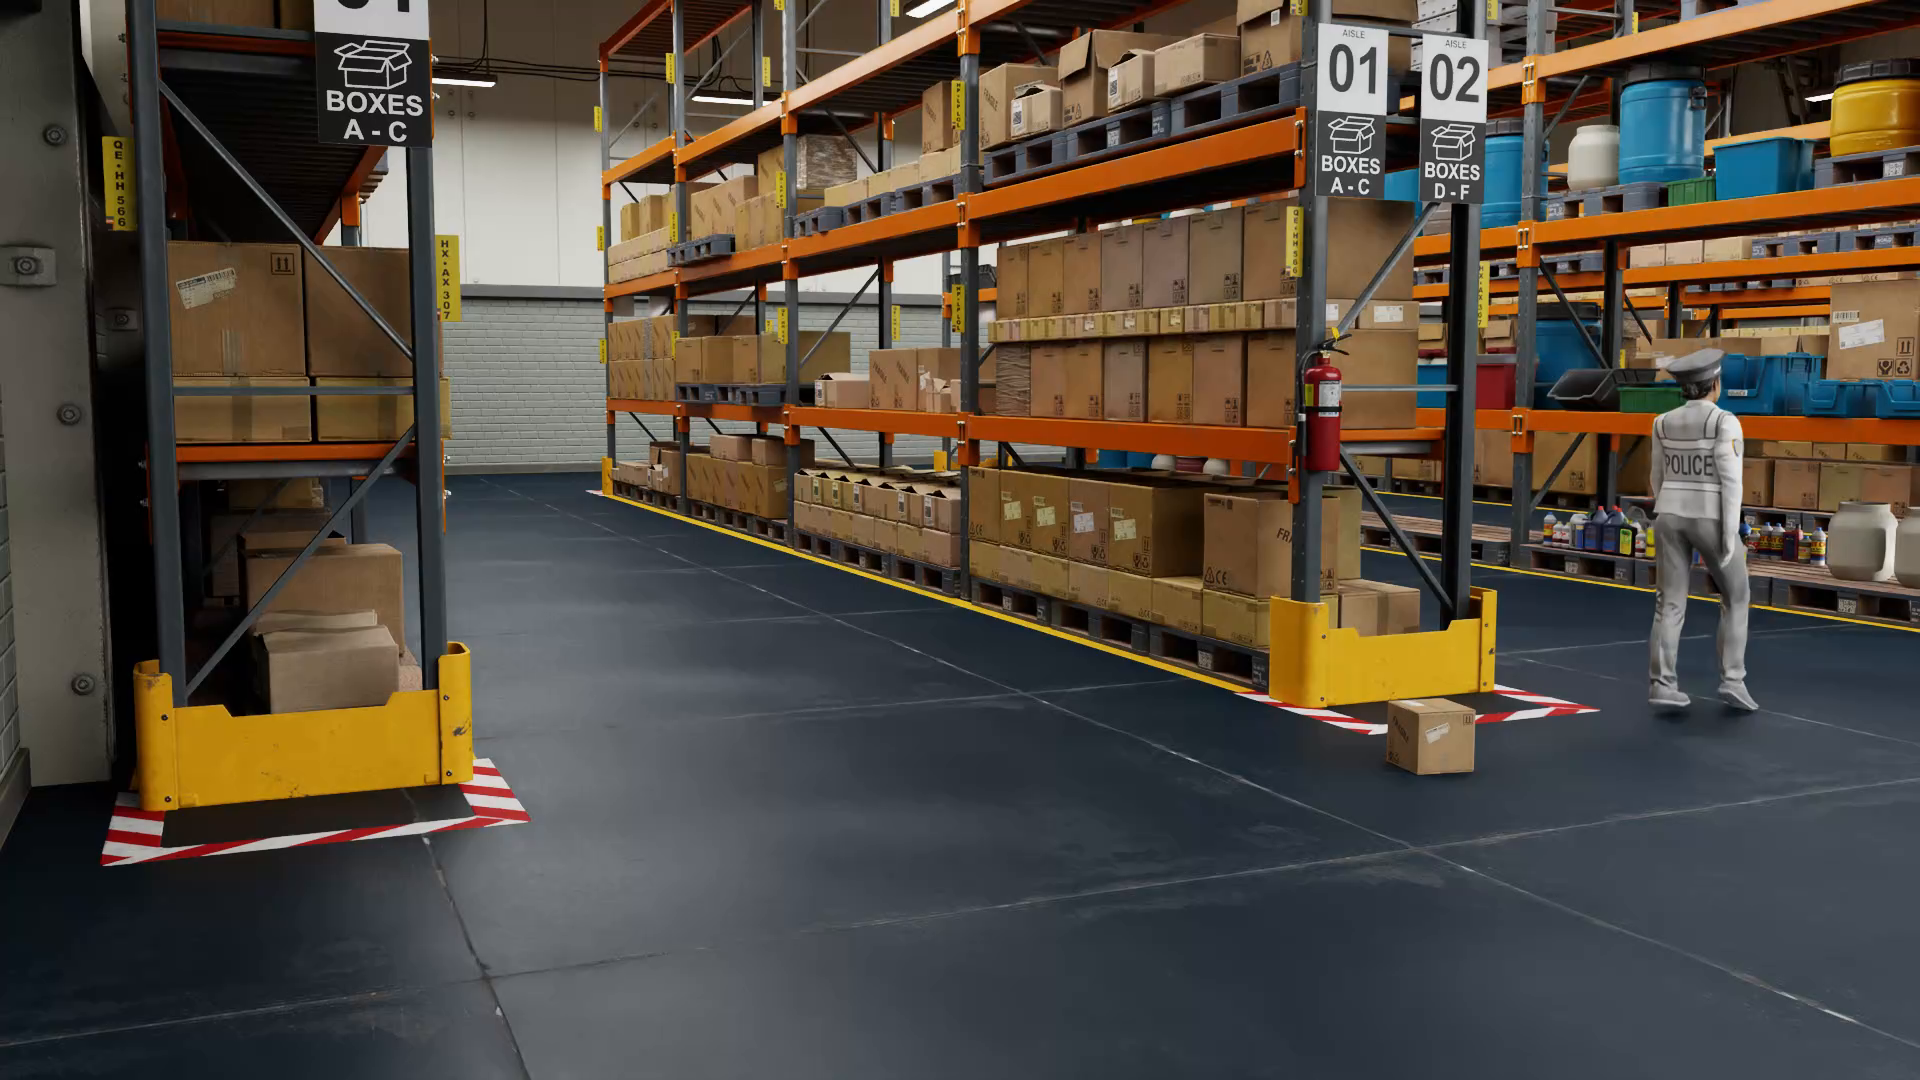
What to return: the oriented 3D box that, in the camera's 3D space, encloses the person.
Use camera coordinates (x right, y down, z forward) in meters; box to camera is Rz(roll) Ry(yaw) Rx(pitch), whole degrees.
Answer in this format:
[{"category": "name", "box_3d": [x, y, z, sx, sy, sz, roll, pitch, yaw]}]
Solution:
[{"category": "person", "box_3d": [3.438, -0.024, 7.779, 0.637, 1.741, 0.509, -5, 7, -40]}]
